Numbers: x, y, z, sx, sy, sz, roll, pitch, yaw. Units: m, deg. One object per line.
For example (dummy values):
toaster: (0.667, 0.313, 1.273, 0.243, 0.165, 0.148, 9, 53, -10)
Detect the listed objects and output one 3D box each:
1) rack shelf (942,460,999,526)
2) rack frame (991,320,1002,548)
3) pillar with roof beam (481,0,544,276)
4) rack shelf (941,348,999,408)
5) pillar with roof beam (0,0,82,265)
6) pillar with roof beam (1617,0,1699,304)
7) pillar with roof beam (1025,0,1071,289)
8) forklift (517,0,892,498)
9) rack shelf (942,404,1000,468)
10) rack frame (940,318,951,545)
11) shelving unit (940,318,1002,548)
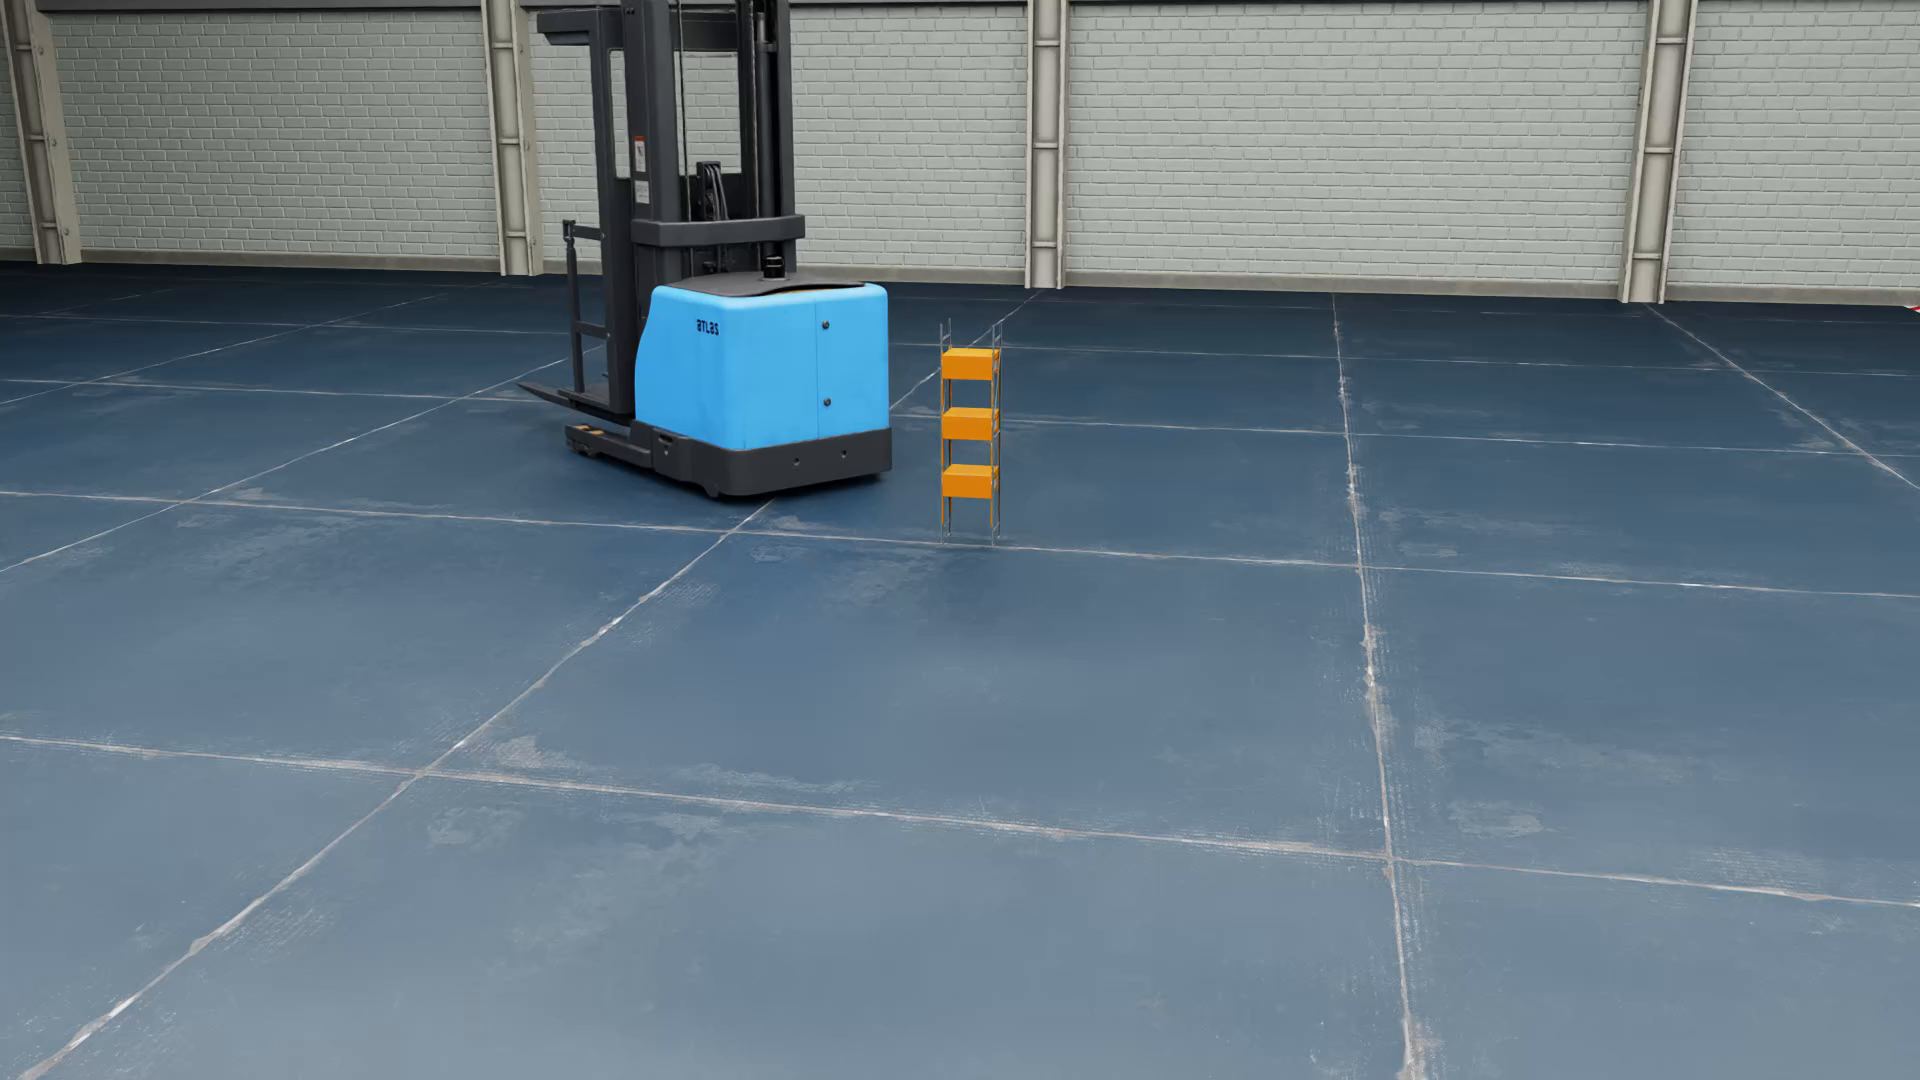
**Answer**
rack shelf: (0.052, -0.225, 7.919, 0.240, 0.259, 0.215, 3, 16, 11)
rack frame: (0.172, -0.497, 7.818, 0.008, 1.050, 0.200, 3, 16, 11)
pillar with roof beam: (-5.827, -6.233, 13.637, 0.400, 9.000, 9.100, 3, 16, 11)
rack shelf: (0.052, -0.766, 7.769, 0.240, 0.259, 0.215, 3, 16, 11)
pillar with roof beam: (-11.707, -6.552, 14.789, 0.400, 9.000, 9.100, 3, 16, 11)
pillar with roof beam: (5.932, -5.595, 11.332, 0.400, 9.000, 9.100, 3, 16, 11)
pillar with roof beam: (0.052, -5.914, 12.484, 0.400, 9.000, 9.100, 3, 16, 11)
forklift: (-1.684, -1.961, 9.580, 1.130, 2.935, 3.031, -12, 20, -37)
rack shelf: (0.052, -0.493, 7.844, 0.240, 0.259, 0.215, 3, 16, 11)
rack frame: (-0.067, -0.510, 7.865, 0.008, 1.050, 0.200, 3, 16, 11)
shelving unit: (0.052, -0.503, 7.842, 0.252, 1.050, 0.215, 3, 16, 11)
